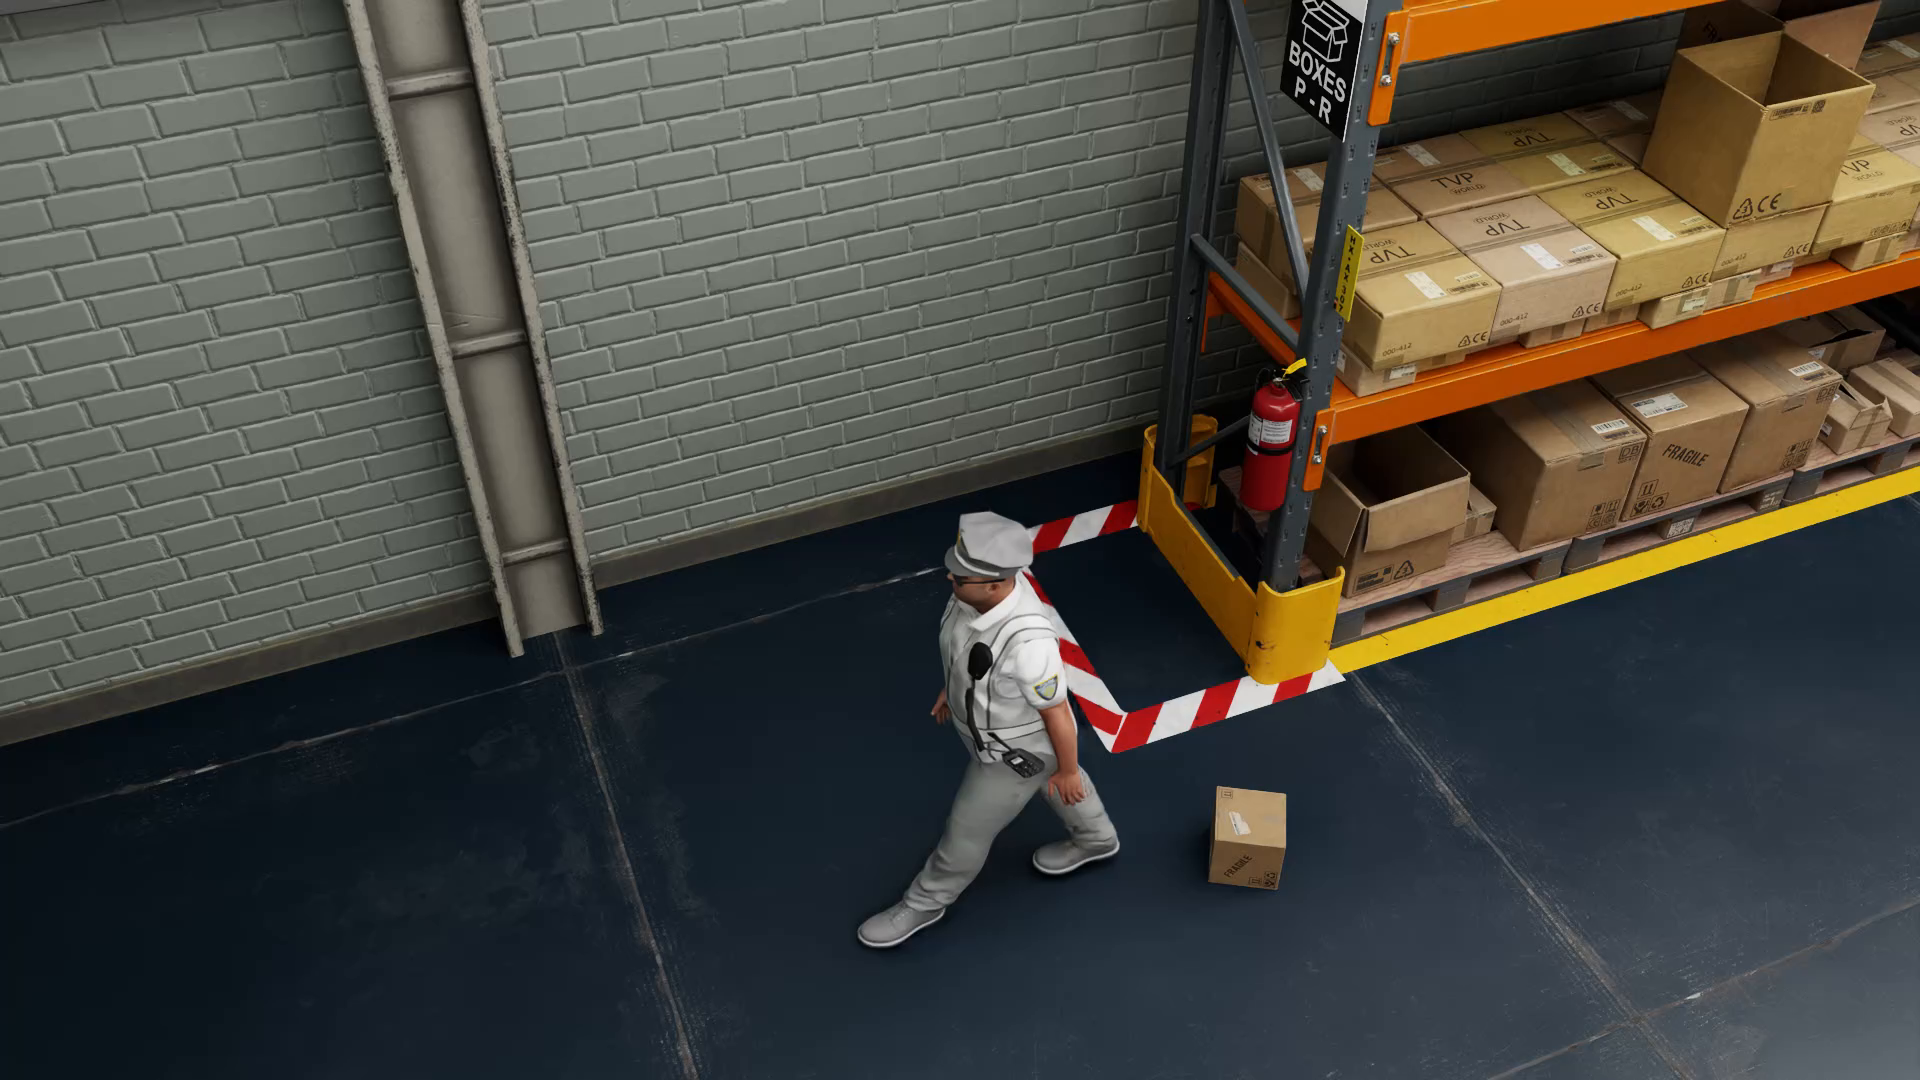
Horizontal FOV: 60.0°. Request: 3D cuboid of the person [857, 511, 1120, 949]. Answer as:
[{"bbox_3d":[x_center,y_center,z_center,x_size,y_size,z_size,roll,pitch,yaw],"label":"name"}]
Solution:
[{"bbox_3d":[0.099,0.594,5.464,1.005,1.697,0.569,-8,42,-9],"label":"person"}]
